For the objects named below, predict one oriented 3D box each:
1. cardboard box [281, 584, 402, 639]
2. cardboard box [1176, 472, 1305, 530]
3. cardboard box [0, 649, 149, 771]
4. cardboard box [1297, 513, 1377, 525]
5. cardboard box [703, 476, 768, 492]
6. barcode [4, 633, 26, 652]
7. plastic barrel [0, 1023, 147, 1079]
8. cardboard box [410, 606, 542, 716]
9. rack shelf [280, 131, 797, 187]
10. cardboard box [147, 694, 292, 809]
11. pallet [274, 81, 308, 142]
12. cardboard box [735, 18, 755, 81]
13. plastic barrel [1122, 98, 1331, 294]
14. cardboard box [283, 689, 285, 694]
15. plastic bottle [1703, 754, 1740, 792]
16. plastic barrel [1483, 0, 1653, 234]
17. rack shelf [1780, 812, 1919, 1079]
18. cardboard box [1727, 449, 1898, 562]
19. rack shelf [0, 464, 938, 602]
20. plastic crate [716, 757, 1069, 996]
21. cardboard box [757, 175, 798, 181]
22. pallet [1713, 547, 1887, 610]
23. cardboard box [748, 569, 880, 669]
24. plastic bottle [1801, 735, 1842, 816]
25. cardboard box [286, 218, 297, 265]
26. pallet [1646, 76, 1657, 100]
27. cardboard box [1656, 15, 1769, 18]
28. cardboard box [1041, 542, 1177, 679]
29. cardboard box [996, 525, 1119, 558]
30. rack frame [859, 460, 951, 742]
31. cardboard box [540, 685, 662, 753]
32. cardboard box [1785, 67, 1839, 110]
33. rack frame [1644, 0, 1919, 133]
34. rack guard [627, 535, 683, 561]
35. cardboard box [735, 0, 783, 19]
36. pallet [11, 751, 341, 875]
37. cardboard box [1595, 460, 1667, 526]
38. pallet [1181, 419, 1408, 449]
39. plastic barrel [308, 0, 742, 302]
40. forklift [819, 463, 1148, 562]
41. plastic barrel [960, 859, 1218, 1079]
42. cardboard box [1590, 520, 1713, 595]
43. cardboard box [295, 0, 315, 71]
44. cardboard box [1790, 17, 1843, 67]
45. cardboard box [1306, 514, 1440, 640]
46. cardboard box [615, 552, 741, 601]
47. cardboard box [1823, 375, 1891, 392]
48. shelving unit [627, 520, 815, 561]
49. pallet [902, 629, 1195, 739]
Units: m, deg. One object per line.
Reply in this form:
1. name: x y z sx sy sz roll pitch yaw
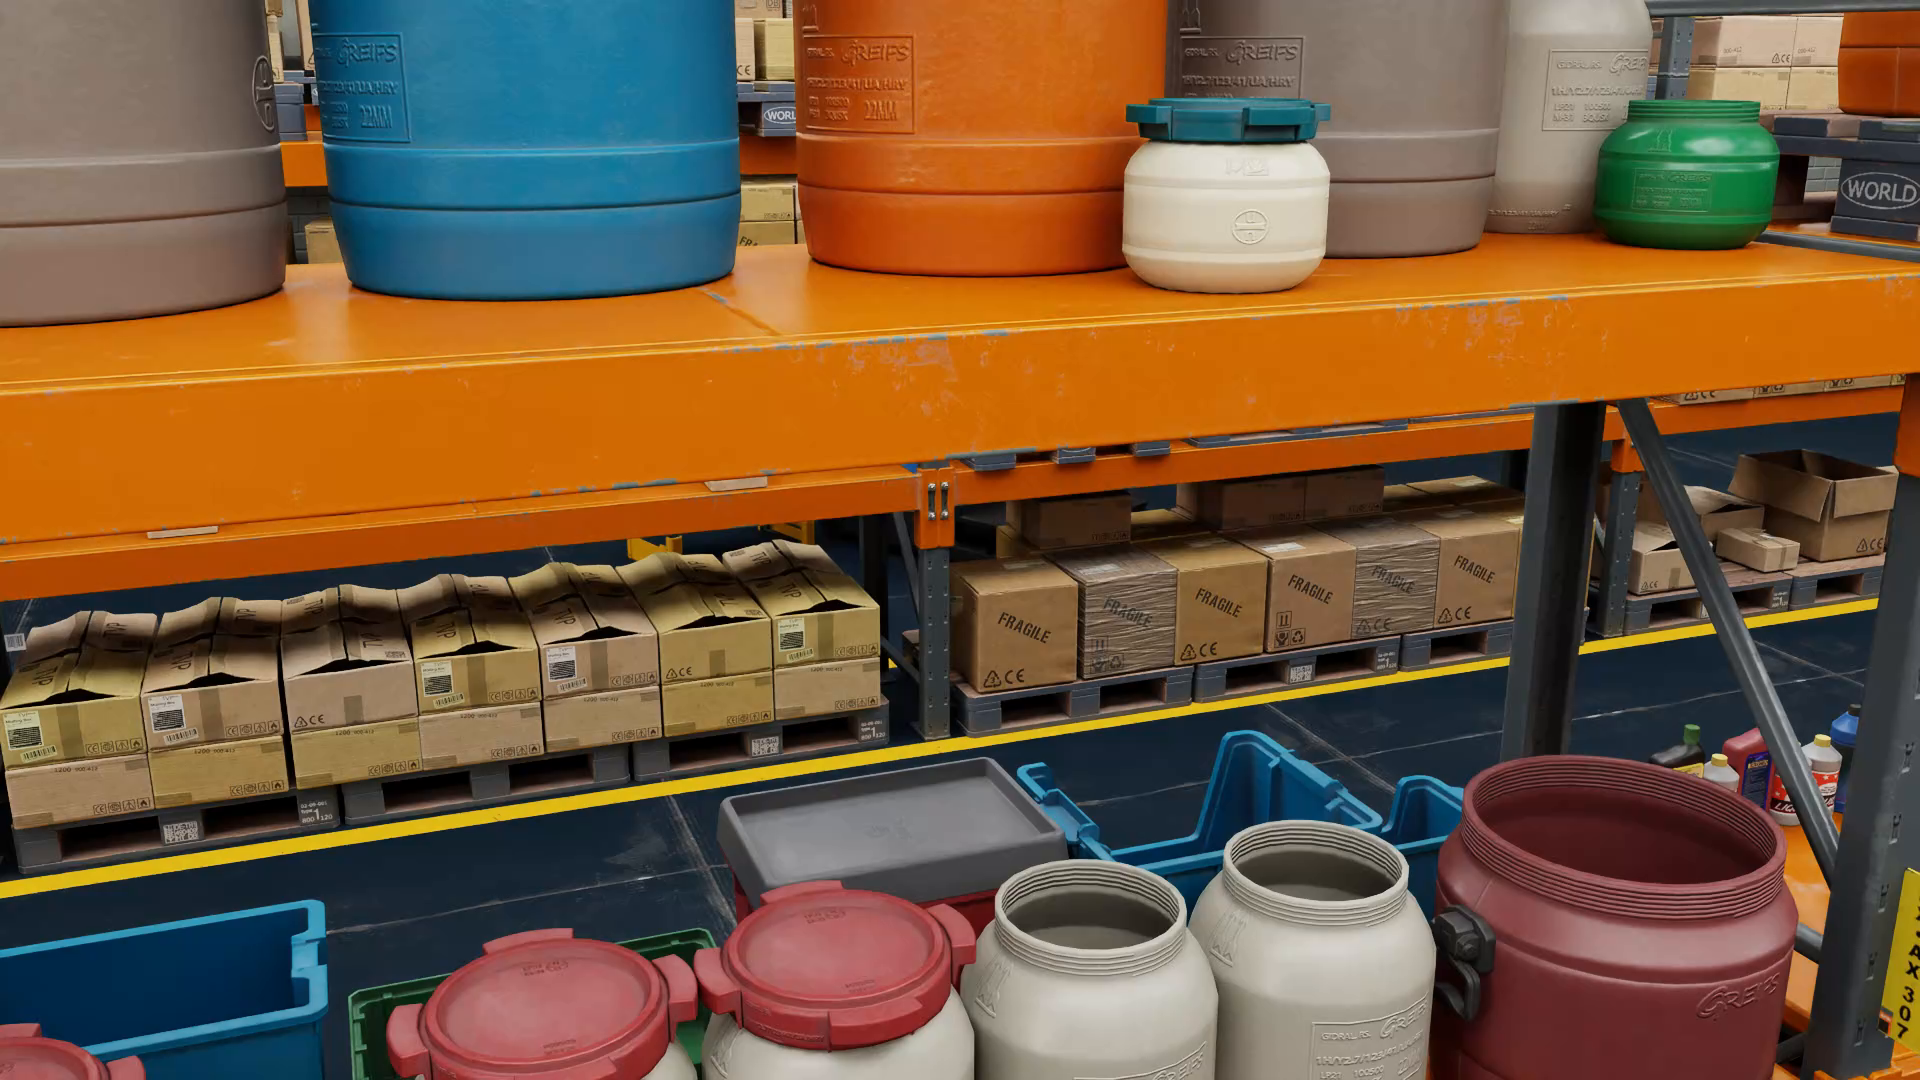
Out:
1. cardboard box: -2.791 0.410 7.517 0.500 0.311 0.500 -6 17 -20
2. cardboard box: 1.512 -0.260 8.986 0.500 0.250 0.500 -7 18 -21
3. cardboard box: -3.542 0.654 6.686 0.500 0.311 0.500 -6 17 -20
4. cardboard box: 1.951 0.053 9.250 0.500 0.500 0.500 -6 17 -19
5. cardboard box: -1.023 -0.338 7.371 0.250 0.149 0.380 -6 17 -20
6. barcode: -3.630 0.393 6.388 0.075 0.075 0.001 -6 17 -20
7. plastic barrel: -1.276 0.981 2.192 0.433 0.535 0.433 0 16 0
8. cardboard box: -2.107 0.499 7.215 0.500 0.311 0.500 -6 17 -19
9. rack shelf: -2.150 -1.514 6.884 4.000 0.370 1.077 -6 17 -20
10. cardboard box: -3.074 0.873 6.937 0.500 0.250 0.500 -6 17 -19
11. pallet: -3.198 -1.658 6.437 1.217 0.209 0.805 -7 18 -22
12. cardboard box: -1.168 -2.072 7.029 0.500 0.250 0.500 -6 17 -19
13. plastic barrel: 0.383 -0.501 2.404 0.301 0.262 0.301 0 16 0
14. cardboard box: -3.261 0.731 7.421 0.500 0.250 0.500 -6 18 -21
15. plastic bottle: 1.826 0.617 4.025 0.097 0.201 0.097 0 16 0
16. plastic barrel: 1.087 -0.860 3.182 0.421 0.512 0.421 0 16 0
17. rack shelf: 3.355 0.825 4.240 4.000 0.370 1.077 -6 17 -20
18. cardboard box: 5.206 -0.229 10.204 0.637 0.503 0.797 -6 17 -20
19. rack shelf: -2.150 -0.075 7.306 4.000 0.370 1.077 -6 17 -20
20. plastic crate: -0.131 0.734 3.163 0.583 0.464 0.402 -6 17 -20
21. cardboard box: -1.242 -2.650 12.727 0.500 0.250 0.500 -7 18 -22
22. pallet: 5.236 0.120 10.315 1.213 0.211 1.003 -6 17 -20
23. cardboard box: -0.683 0.345 7.741 0.500 0.311 0.500 -6 17 -19
24. plastic bottle: 2.133 0.584 4.137 0.097 0.201 0.097 0 16 0
25. cardboard box: -4.781 -1.877 11.209 0.500 0.500 0.700 -4 17 -14
26. pallet: 2.819 -2.327 8.708 1.003 0.211 1.213 -6 17 -20
27. cardboard box: 3.894 -3.051 8.889 0.500 0.500 0.700 -6 17 -20
28. cardboard box: 0.732 0.342 8.267 0.500 0.500 0.500 -7 18 -22
29. cardboard box: 0.507 0.210 8.713 0.500 0.500 0.500 -5 17 -18
30. rack frame: -0.282 -0.622 7.892 0.127 3.000 1.000 -6 17 -20
31. cardboard box: -1.637 0.716 7.471 0.500 0.250 0.500 -6 17 -19
32. cardboard box: 4.464 -2.426 8.977 0.500 0.250 0.500 -6 17 -20
33. rack frame: 1.487 -2.197 2.607 0.127 3.000 1.000 -6 17 -20
34. rack guard: -1.932 0.043 10.508 0.087 0.250 0.587 -13 21 -38
35. cardboard box: -1.634 -3.686 12.045 0.500 0.500 0.700 -8 18 -24
36. pallet: -3.343 1.035 7.199 1.213 0.211 1.003 -6 17 -20
37. cardboard box: 3.884 -0.169 10.005 0.500 0.500 0.500 -6 17 -20
38. pallet: 1.532 -0.727 8.591 1.213 0.211 1.003 -6 17 -20
39. plastic barrel: -0.629 -0.835 2.404 0.708 0.901 0.600 -6 17 -20
40. forklift: 0.502 -1.287 10.278 3.031 2.935 1.130 13 21 38
41. plastic barrel: 0.209 0.831 2.748 0.421 0.512 0.421 0 16 0
42. cardboard box: 3.923 0.069 9.532 0.500 0.311 0.500 -6 17 -20
43. cardboard box: -4.102 -3.369 10.999 0.500 0.500 0.500 -7 18 -22
44. cardboard box: 4.462 -2.667 8.911 0.500 0.250 0.500 -6 17 -20
45. cardboard box: 2.162 0.186 8.795 0.500 0.500 0.500 -6 17 -19
46. cardboard box: -1.364 0.258 8.036 0.500 0.311 0.500 -7 18 -21
47. cardboard box: 4.972 -1.155 9.530 0.500 0.500 0.500 -6 17 -20
48. shelving unit: -1.550 -0.647 10.638 1.083 1.500 0.587 -13 21 -38
49. pallet: 0.429 0.651 8.507 1.213 0.211 1.003 -6 17 -20
